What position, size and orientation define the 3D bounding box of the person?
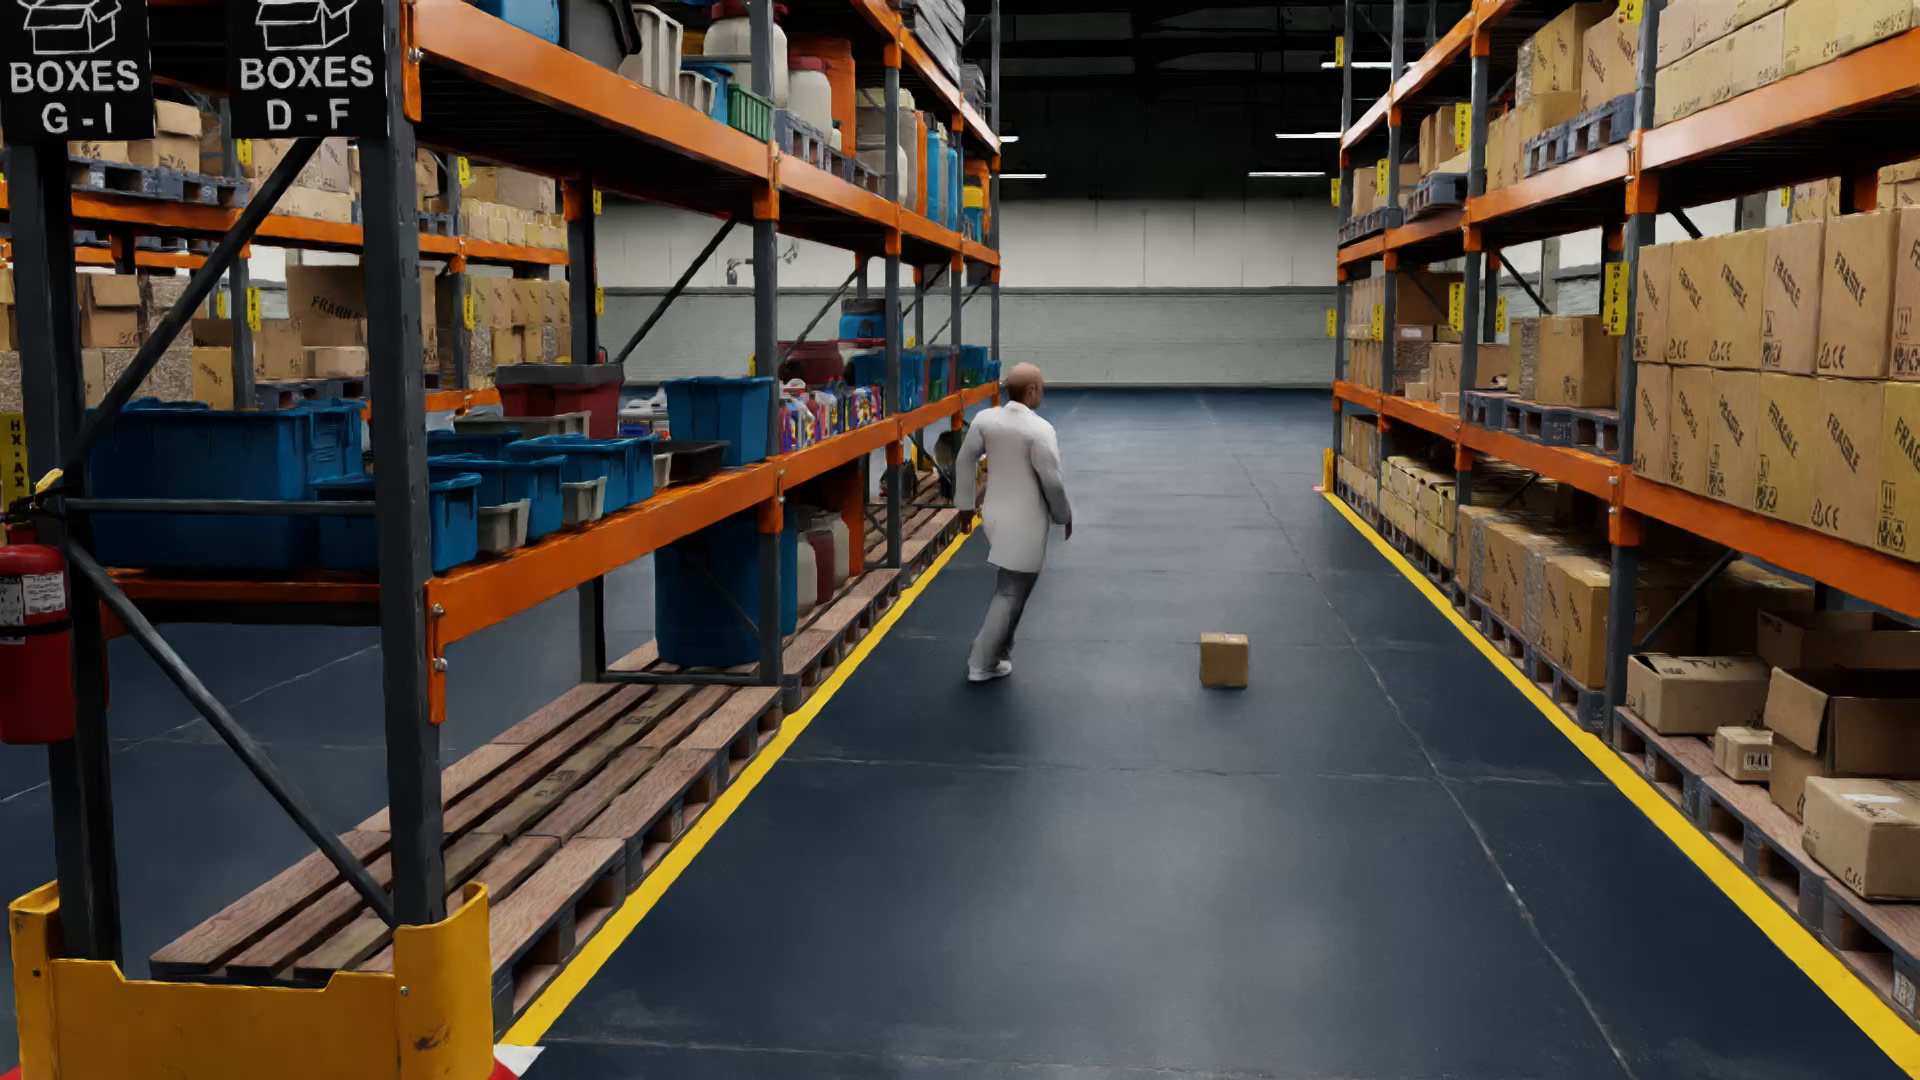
[{"bbox_3d":[0.310,-0.099,9.143,0.549,1.749,0.729,-7,10,-43],"label":"person"}]
